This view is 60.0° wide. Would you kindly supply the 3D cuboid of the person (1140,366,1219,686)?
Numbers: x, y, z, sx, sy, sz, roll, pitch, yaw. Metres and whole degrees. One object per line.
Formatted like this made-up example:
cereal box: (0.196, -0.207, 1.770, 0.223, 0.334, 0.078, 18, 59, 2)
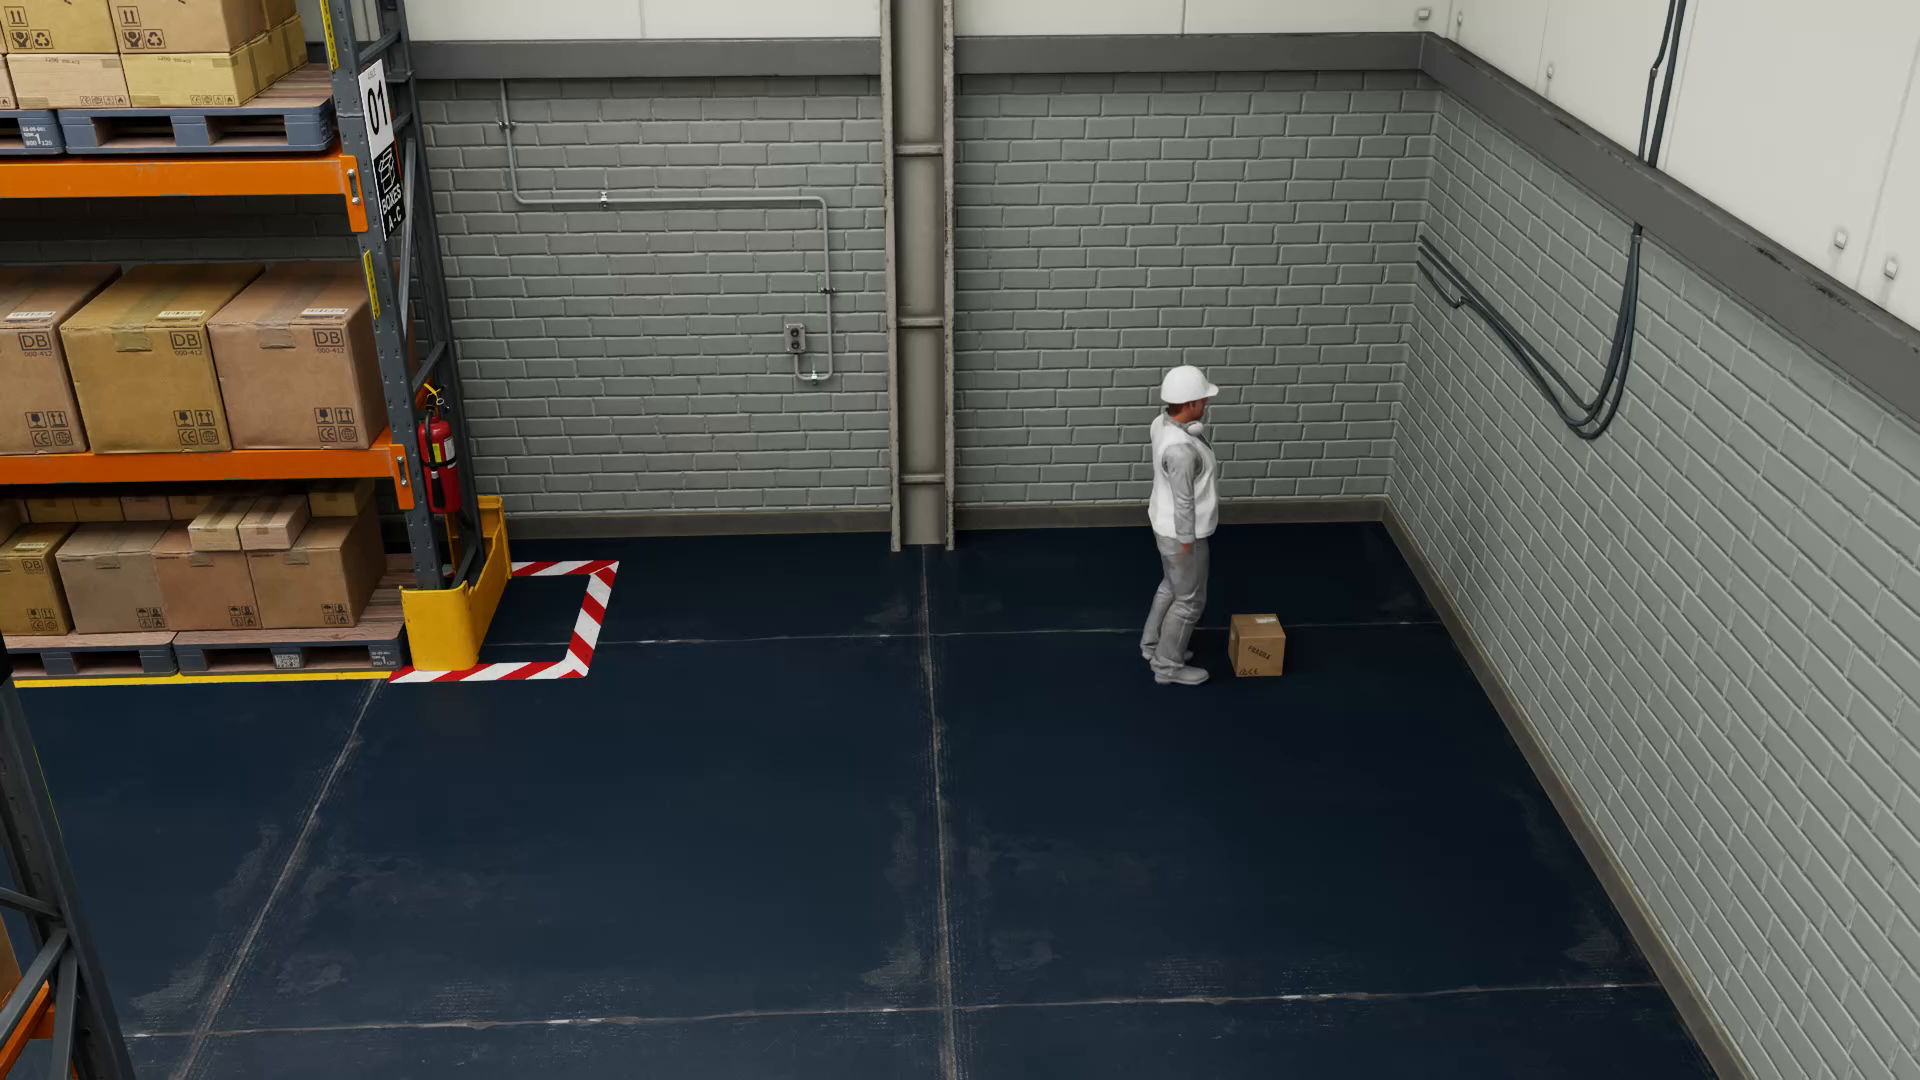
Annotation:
person: (1.171, -0.078, 8.780, 0.361, 1.787, 0.532, -1, 27, -1)
